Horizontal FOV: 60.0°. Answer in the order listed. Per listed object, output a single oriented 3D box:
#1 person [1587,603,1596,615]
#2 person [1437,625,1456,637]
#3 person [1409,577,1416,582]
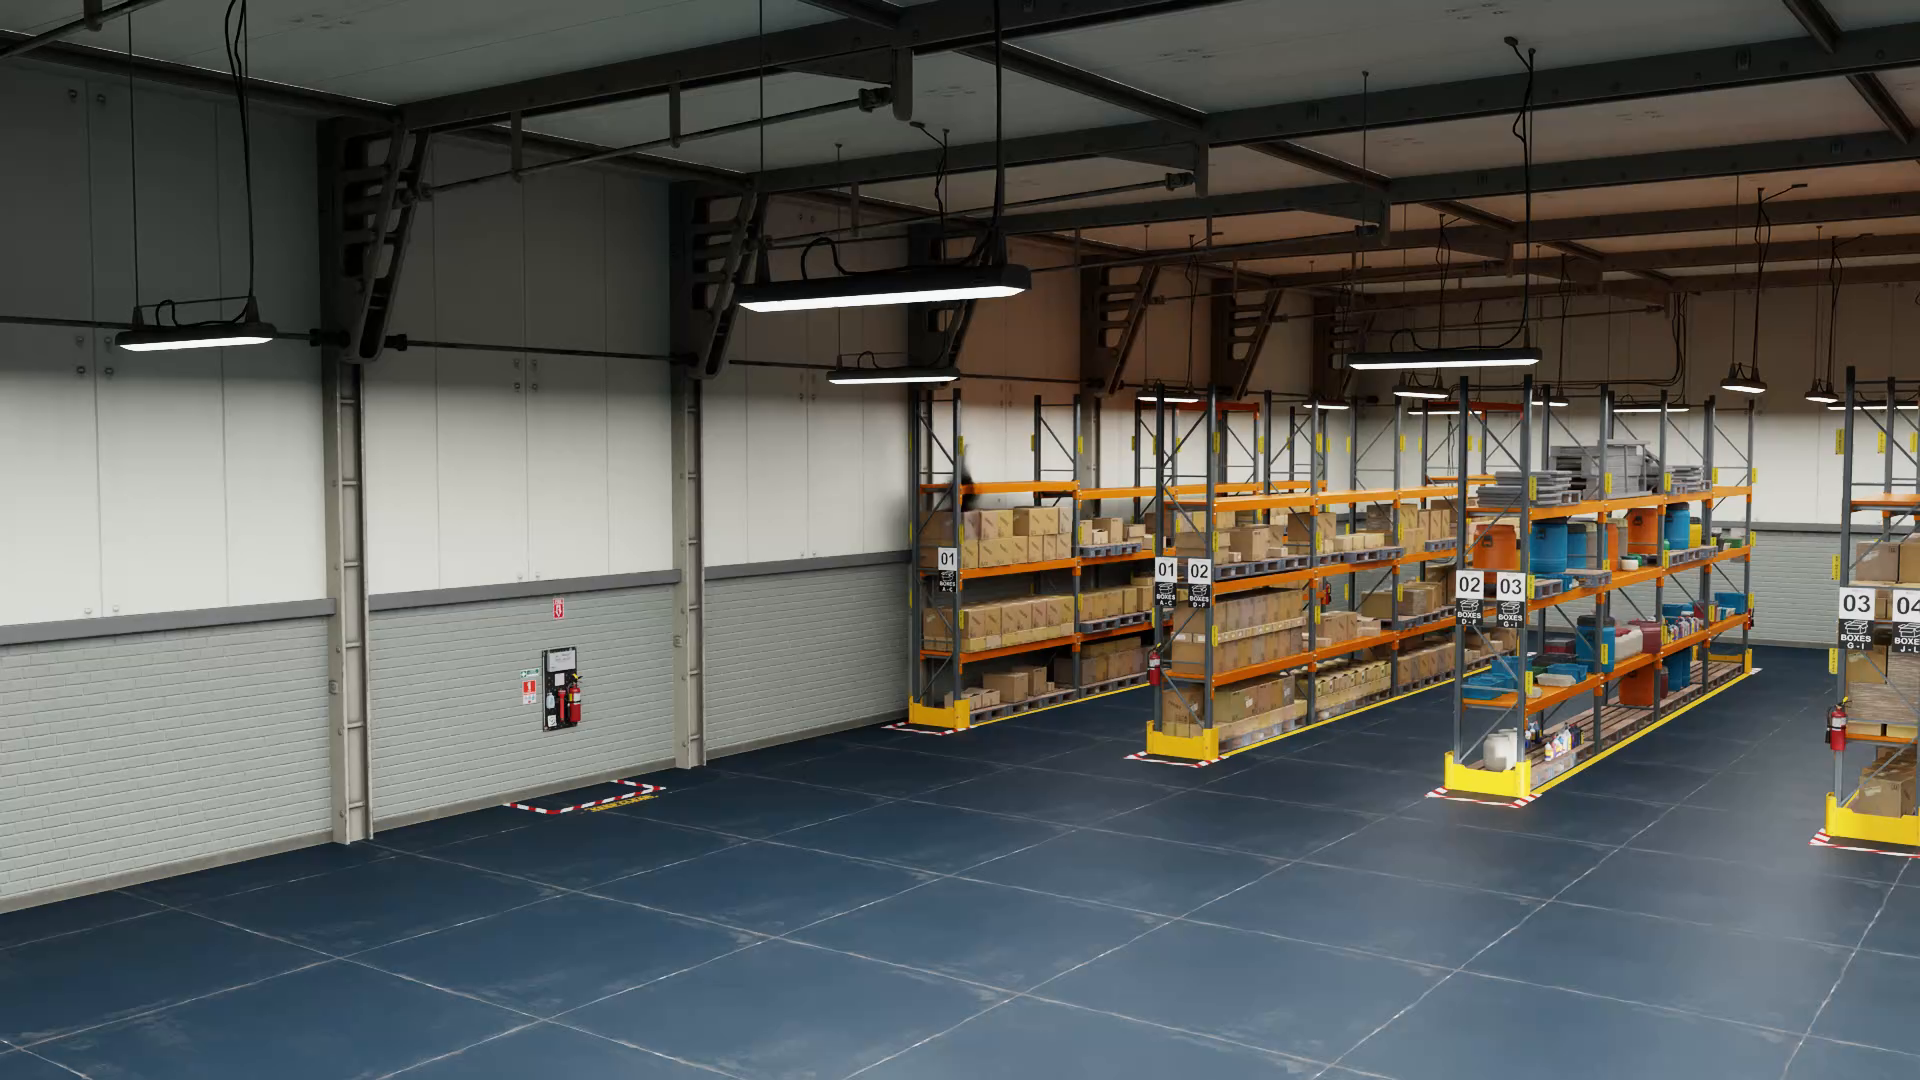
[{"bbox_3d":[13.571,2.170,35.412,0.615,1.690,0.901,3,4,43],"label":"person"},{"bbox_3d":[12.209,1.796,41.356,0.864,1.695,0.690,2,4,34],"label":"person"},{"bbox_3d":[11.669,1.750,43.113,0.673,1.610,0.645,-2,4,-29],"label":"person"}]
